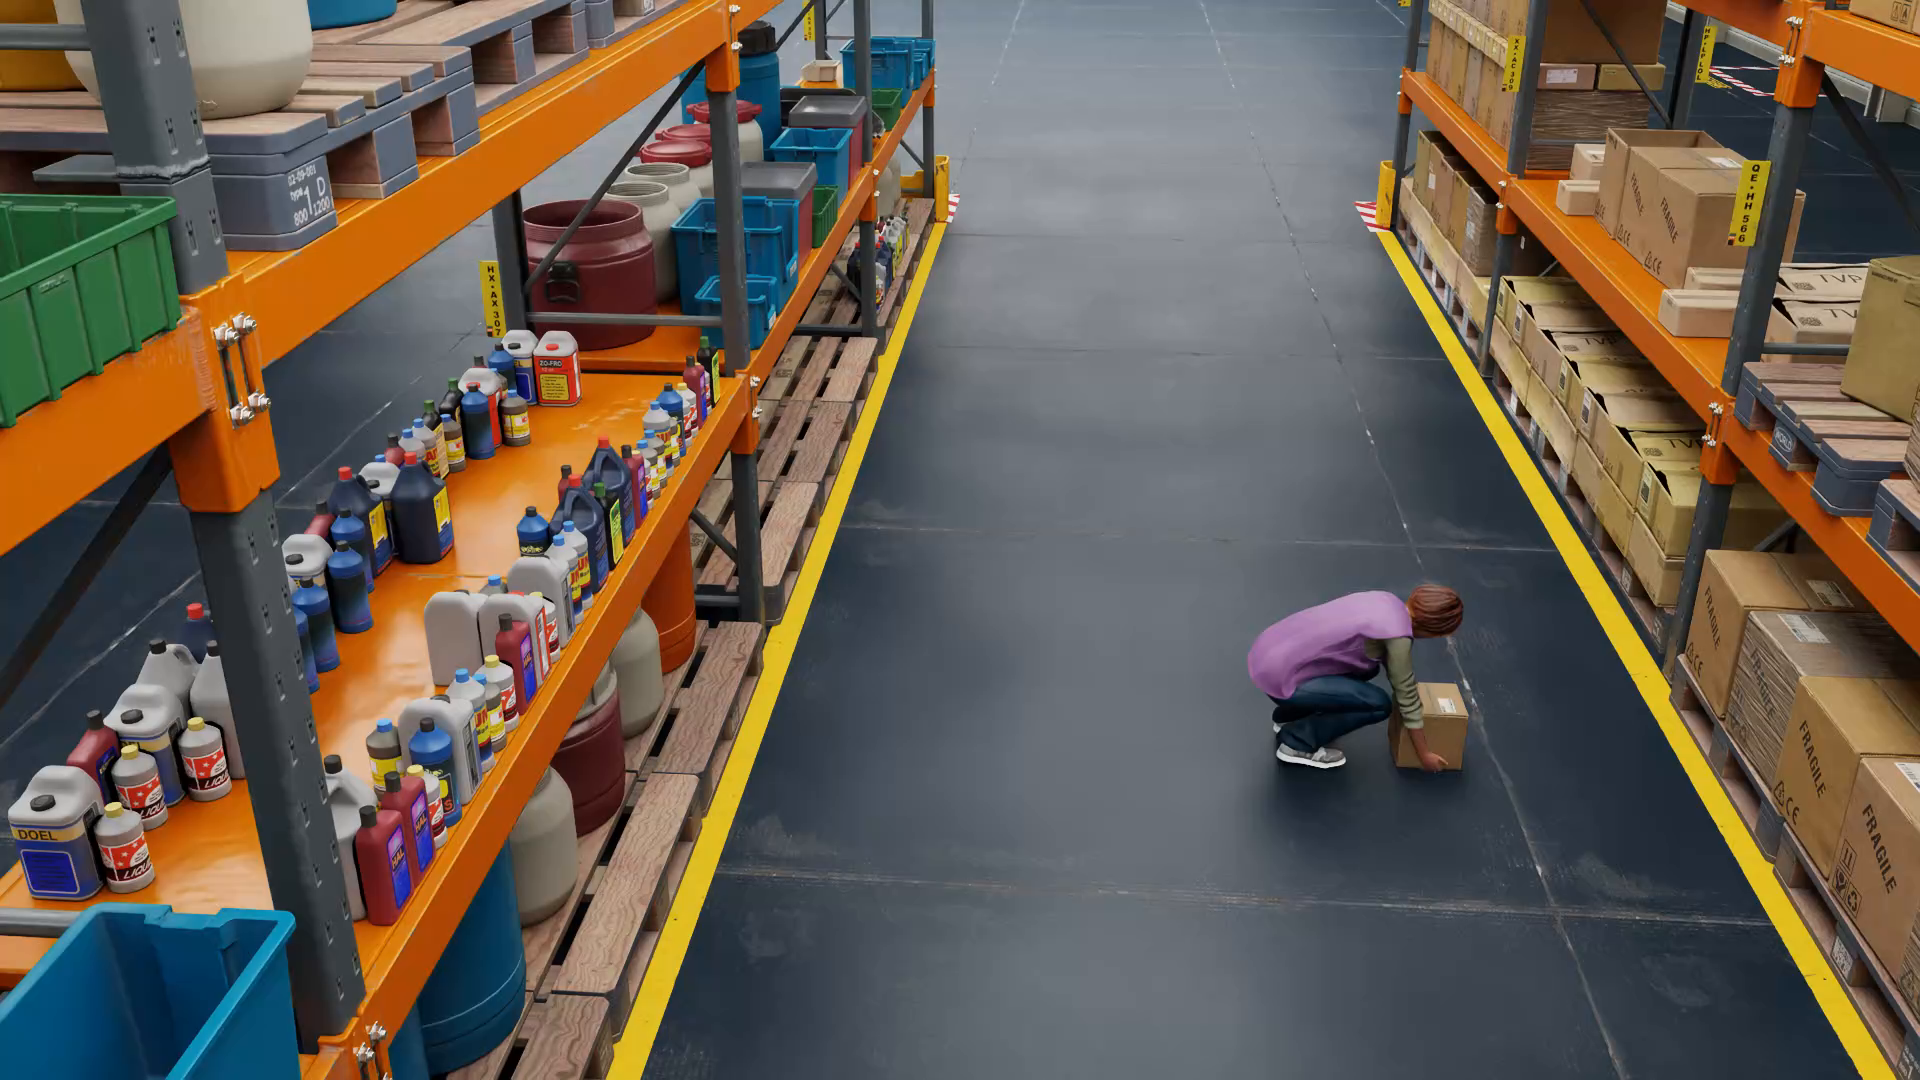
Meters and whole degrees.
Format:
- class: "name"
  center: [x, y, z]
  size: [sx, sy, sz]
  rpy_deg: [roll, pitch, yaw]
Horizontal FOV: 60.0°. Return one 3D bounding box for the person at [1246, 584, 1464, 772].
- class: "person"
  center: [1.542, 0.534, 6.563]
  size: [0.821, 0.768, 0.436]
  rpy_deg: [2, 25, 4]
